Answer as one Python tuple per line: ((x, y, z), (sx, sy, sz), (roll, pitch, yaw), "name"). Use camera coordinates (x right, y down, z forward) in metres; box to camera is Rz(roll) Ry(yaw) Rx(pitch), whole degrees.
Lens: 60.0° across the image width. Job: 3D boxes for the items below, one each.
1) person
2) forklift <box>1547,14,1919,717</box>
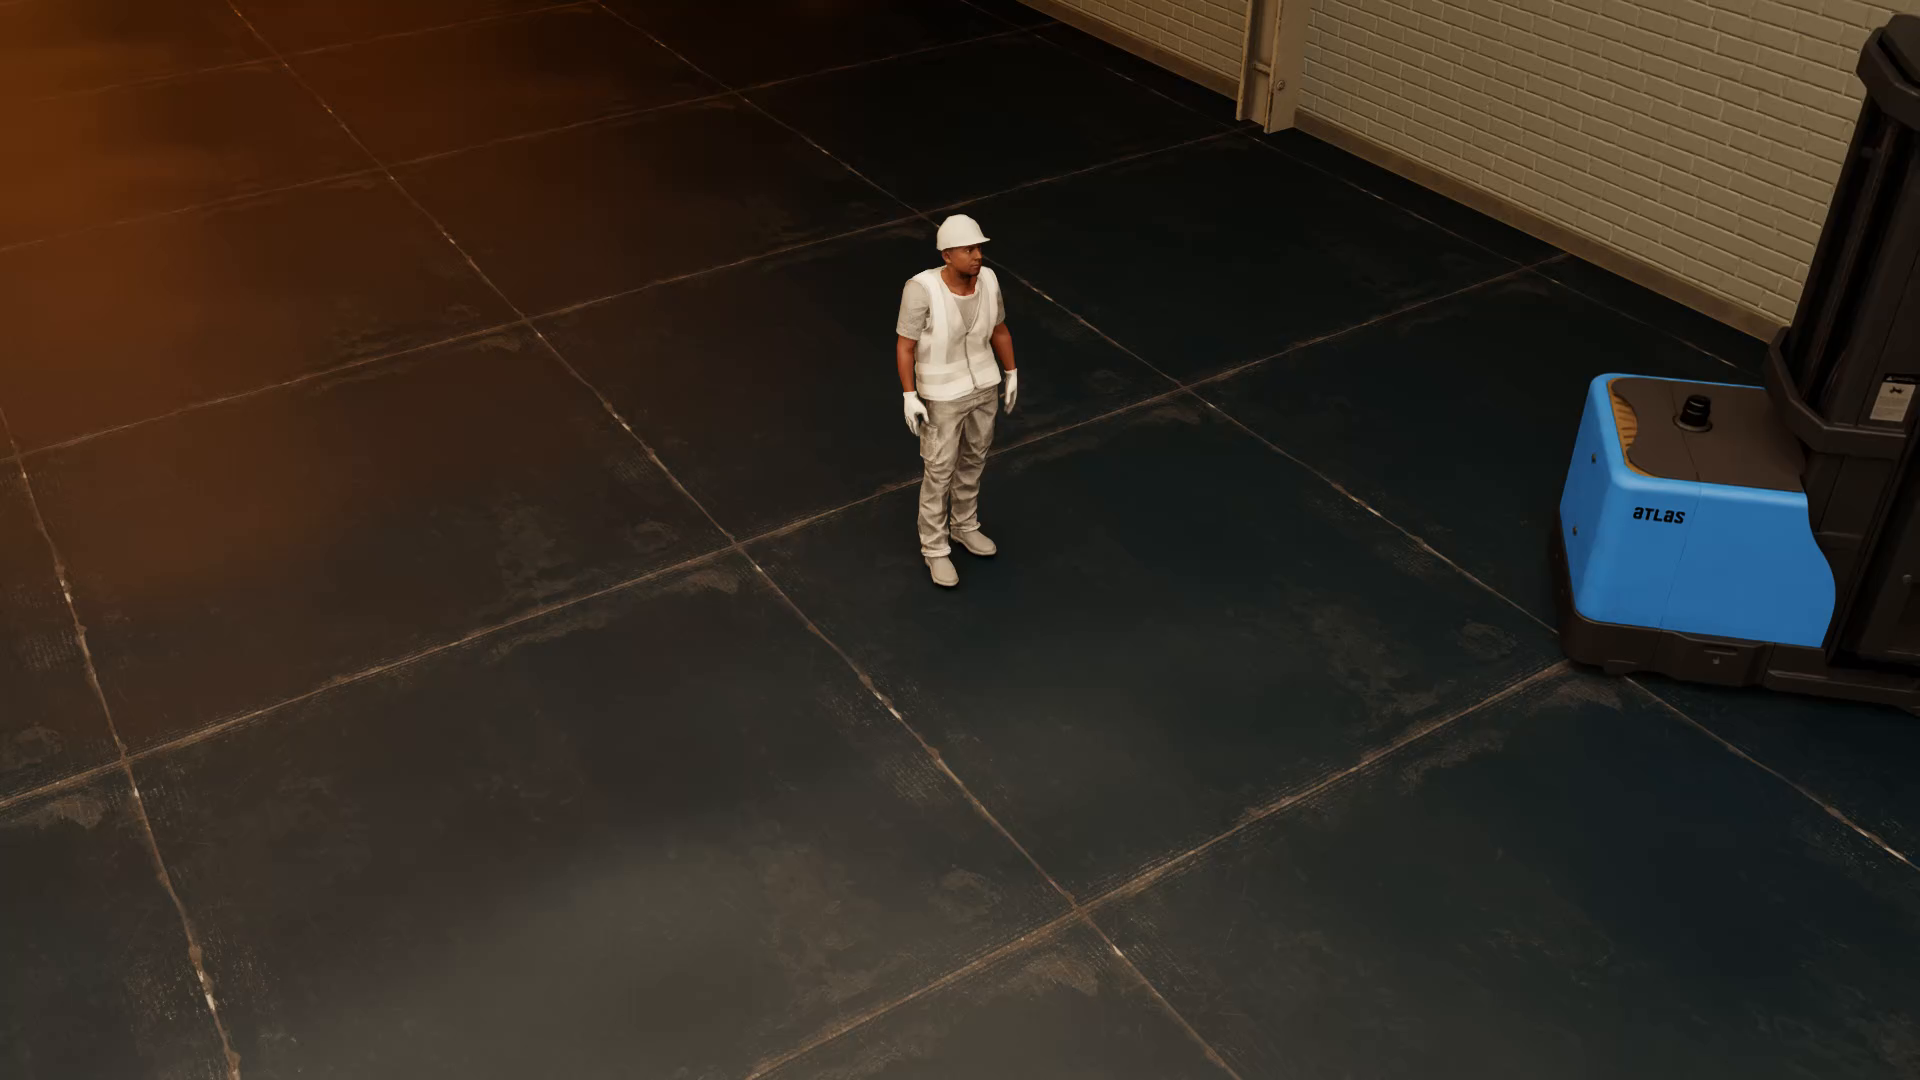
((0.032, -0.698, 8.127), (0.656, 1.781, 0.577), (-21, 40, -27), "person")
((4.409, -0.695, 7.137), (3.031, 2.935, 1.130), (7, 36, 9), "forklift")
